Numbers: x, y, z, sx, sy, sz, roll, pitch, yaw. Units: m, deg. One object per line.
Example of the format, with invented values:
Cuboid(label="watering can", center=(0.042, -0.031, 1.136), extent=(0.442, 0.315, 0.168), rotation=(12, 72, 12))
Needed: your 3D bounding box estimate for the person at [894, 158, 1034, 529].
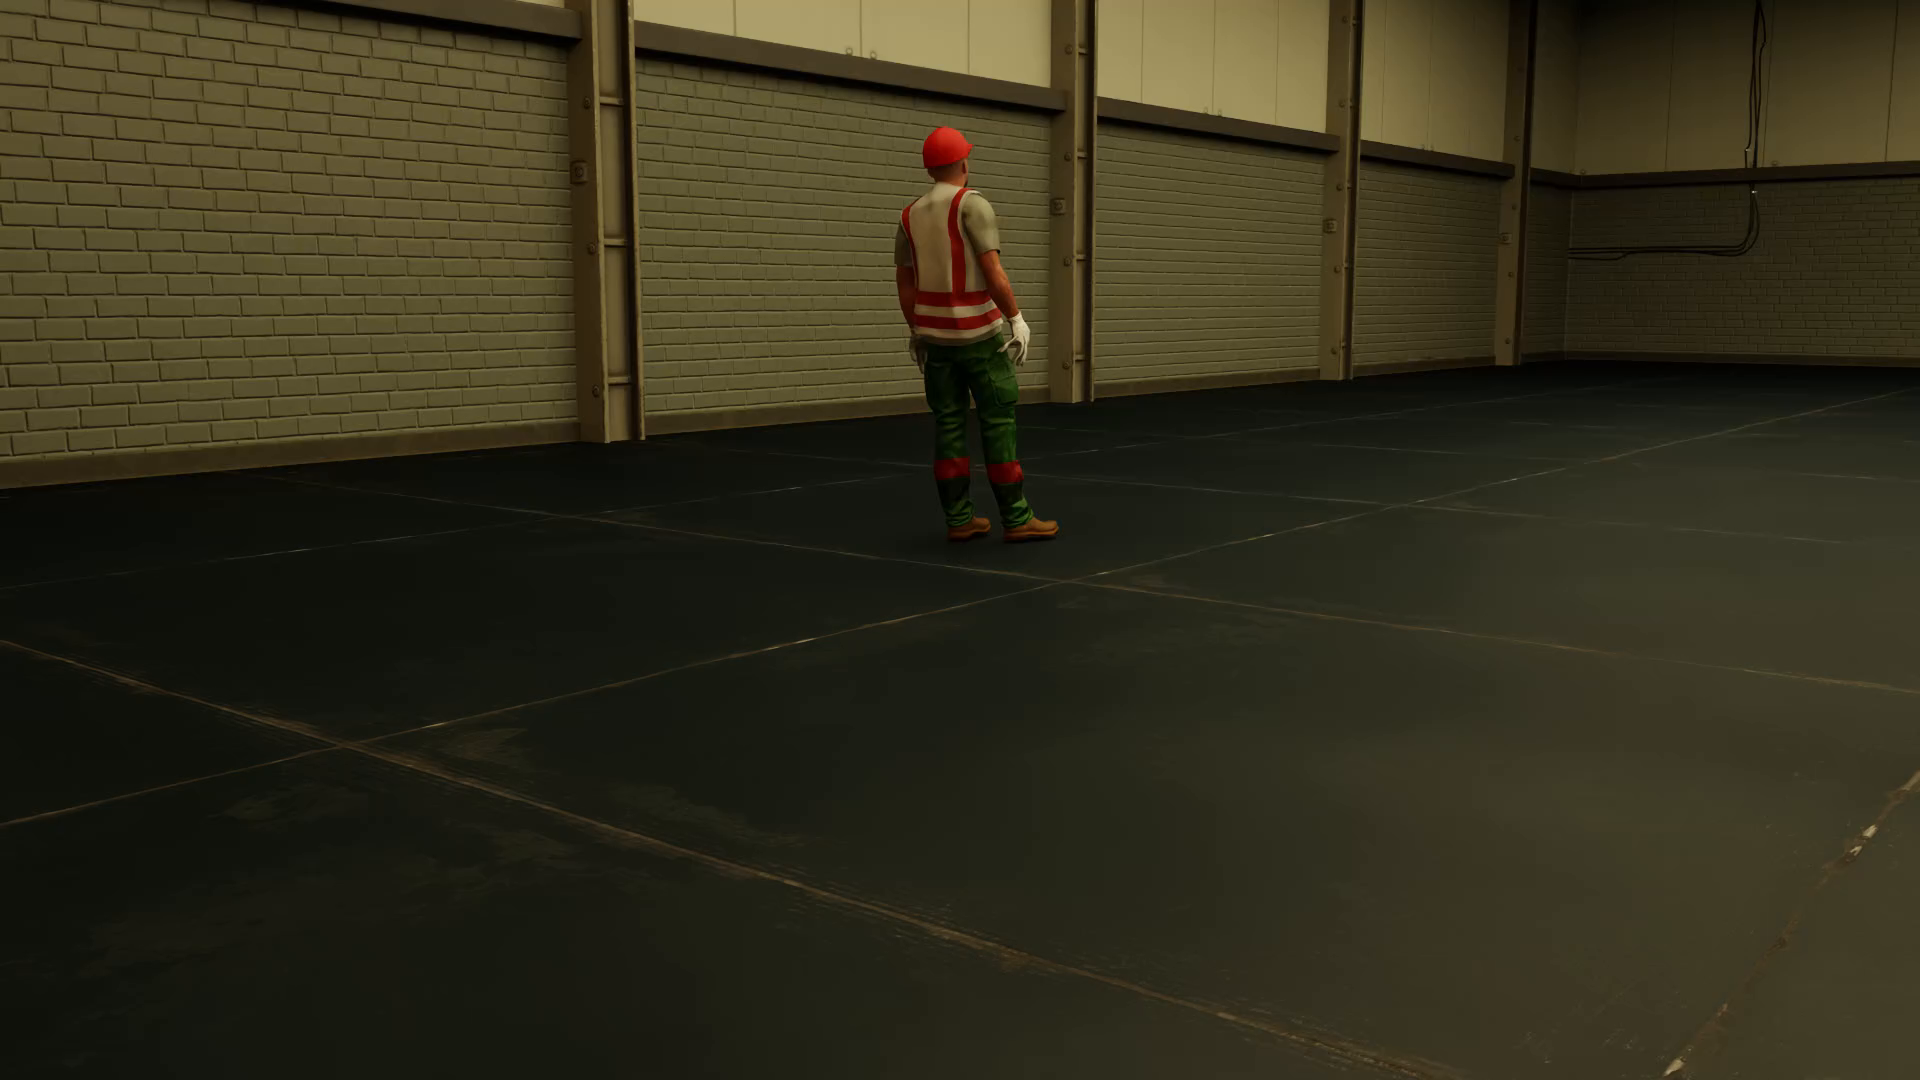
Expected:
Cuboid(label="person", center=(0.016, -0.894, 7.274), extent=(0.637, 1.687, 0.424), rotation=(7, 11, 38))
